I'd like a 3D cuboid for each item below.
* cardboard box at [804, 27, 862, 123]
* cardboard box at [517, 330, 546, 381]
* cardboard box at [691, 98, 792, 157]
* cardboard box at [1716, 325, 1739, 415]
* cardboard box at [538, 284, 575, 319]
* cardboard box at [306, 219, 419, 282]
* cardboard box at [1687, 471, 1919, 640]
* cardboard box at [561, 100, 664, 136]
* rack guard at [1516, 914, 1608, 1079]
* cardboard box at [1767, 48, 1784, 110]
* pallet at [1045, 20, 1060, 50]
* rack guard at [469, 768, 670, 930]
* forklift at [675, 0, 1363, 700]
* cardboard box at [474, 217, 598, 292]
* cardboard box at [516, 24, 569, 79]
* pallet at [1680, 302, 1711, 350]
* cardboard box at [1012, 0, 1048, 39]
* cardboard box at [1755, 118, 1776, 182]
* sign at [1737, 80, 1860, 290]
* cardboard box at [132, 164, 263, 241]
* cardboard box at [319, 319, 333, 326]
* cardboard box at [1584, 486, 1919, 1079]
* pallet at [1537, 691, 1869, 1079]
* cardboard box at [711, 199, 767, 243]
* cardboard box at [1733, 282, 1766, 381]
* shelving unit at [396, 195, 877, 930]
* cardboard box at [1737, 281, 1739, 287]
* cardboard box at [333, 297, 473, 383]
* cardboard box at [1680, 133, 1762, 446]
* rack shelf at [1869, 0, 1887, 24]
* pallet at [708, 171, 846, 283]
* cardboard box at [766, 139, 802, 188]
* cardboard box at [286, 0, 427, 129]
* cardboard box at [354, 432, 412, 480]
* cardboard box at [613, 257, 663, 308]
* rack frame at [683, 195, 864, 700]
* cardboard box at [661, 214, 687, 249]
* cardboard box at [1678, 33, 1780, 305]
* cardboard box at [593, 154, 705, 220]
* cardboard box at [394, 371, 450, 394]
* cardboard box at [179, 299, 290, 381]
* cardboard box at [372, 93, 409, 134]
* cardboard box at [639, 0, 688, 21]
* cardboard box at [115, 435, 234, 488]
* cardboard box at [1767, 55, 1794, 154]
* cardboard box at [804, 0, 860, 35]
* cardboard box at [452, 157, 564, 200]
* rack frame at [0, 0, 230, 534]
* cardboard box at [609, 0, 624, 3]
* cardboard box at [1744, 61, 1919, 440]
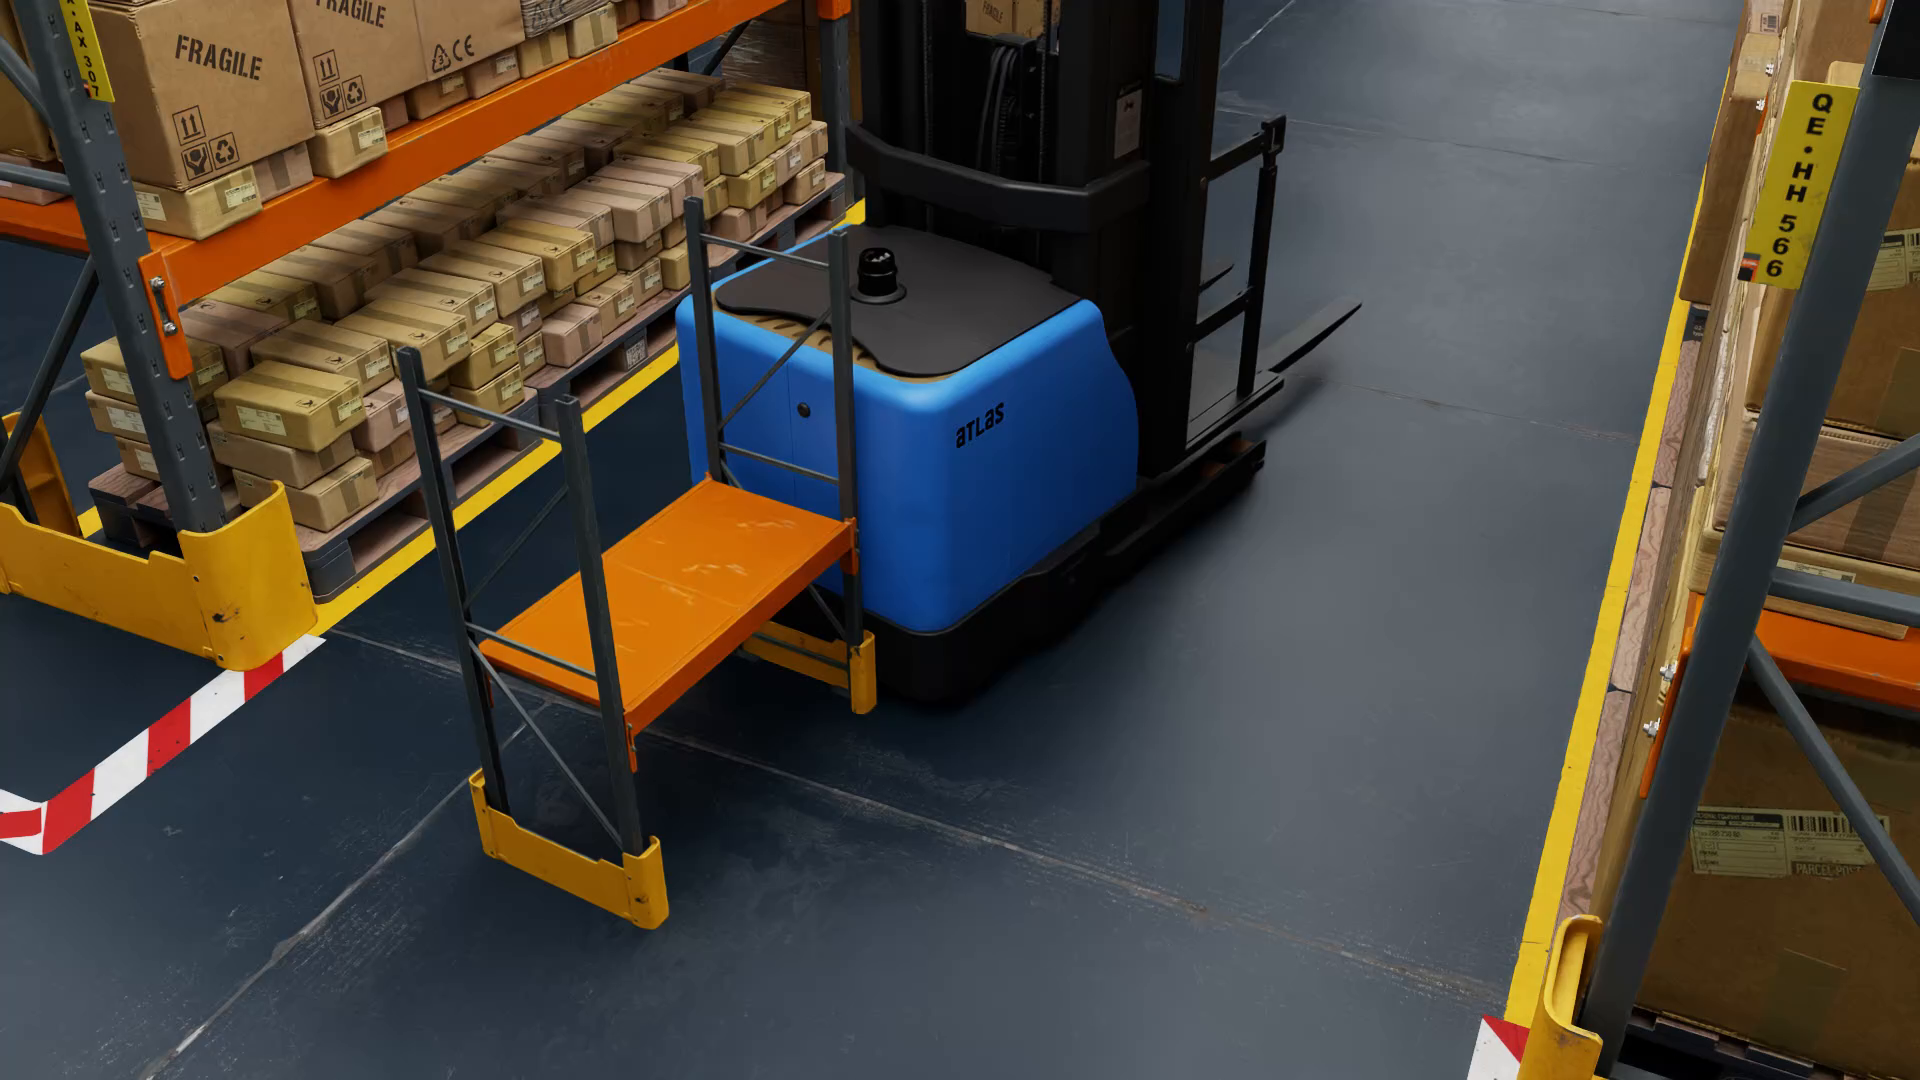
[{"bbox_3d":[-0.456,-2.447,8.643,0.500,0.500,0.500,16,36,22],"label":"cardboard box"},{"bbox_3d":[-1.810,-0.714,6.320,0.380,0.149,0.250,14,36,21],"label":"cardboard box"},{"bbox_3d":[-0.989,-1.869,7.539,0.380,0.149,0.250,15,36,21],"label":"cardboard box"},{"bbox_3d":[1.953,-0.357,3.787,0.380,0.149,0.250,15,36,21],"label":"cardboard box"},{"bbox_3d":[-1.732,-0.995,6.477,0.380,0.149,0.250,16,37,23],"label":"cardboard box"},{"bbox_3d":[-2.310,-1.103,6.371,0.380,0.149,0.250,16,36,22],"label":"cardboard box"},{"bbox_3d":[1.633,0.023,3.209,0.380,0.149,0.250,15,36,21],"label":"cardboard box"},{"bbox_3d":[-1.568,-1.857,7.521,0.380,0.149,0.250,14,36,20],"label":"cardboard box"},{"bbox_3d":[1.774,1.228,3.421,1.175,0.500,0.348,14,36,20],"label":"rack guard"},{"bbox_3d":[2.921,-1.515,5.554,0.380,0.149,0.250,13,35,19],"label":"cardboard box"},{"bbox_3d":[0.340,-3.447,10.814,1.003,0.211,1.213,14,36,20],"label":"pallet"},{"bbox_3d":[-1.015,0.794,4.311,0.587,0.250,0.087,18,37,25],"label":"rack guard"},{"bbox_3d":[0.457,-1.497,5.360,1.130,2.935,3.031,24,40,31],"label":"forklift"},{"bbox_3d":[-1.619,-1.093,6.355,0.380,0.149,0.250,15,36,21],"label":"cardboard box"},{"bbox_3d":[-1.640,-1.787,5.969,0.380,0.149,0.250,16,36,22],"label":"cardboard box"},{"bbox_3d":[3.711,-1.057,7.170,1.003,0.211,1.213,14,36,20],"label":"pallet"},{"bbox_3d":[0.203,-3.220,9.821,0.500,0.500,0.500,13,35,18],"label":"cardboard box"},{"bbox_3d":[2.596,-1.125,4.959,0.380,0.149,0.250,14,36,20],"label":"cardboard box"},{"bbox_3d":[1.297,-0.544,2.572,0.100,0.325,0.005,14,36,20],"label":"sign"},{"bbox_3d":[-2.246,-0.999,4.767,0.380,0.149,0.250,14,36,20],"label":"cardboard box"},{"bbox_3d":[-2.502,-0.713,6.047,0.380,0.149,0.250,13,35,19],"label":"cardboard box"},{"bbox_3d":[1.979,0.546,3.736,0.875,0.875,0.875,14,36,20],"label":"cardboard box"},{"bbox_3d":[2.047,0.921,4.154,1.003,0.211,1.213,14,36,20],"label":"pallet"},{"bbox_3d":[-1.097,-1.463,7.463,0.380,0.149,0.250,13,35,19],"label":"cardboard box"},{"bbox_3d":[1.958,-0.446,3.560,0.500,0.250,0.500,14,36,20],"label":"cardboard box"},{"bbox_3d":[-0.766,0.035,4.329,0.587,1.500,1.083,18,37,25],"label":"shelving unit"},{"bbox_3d":[2.273,-0.739,4.370,0.380,0.149,0.250,15,36,21],"label":"cardboard box"},{"bbox_3d":[-1.924,-0.694,5.747,0.380,0.149,0.250,14,36,20],"label":"cardboard box"},{"bbox_3d":[3.108,-0.798,5.787,0.875,0.875,0.875,14,36,20],"label":"cardboard box"},{"bbox_3d":[2.620,-1.779,3.648,1.077,0.370,4.000,14,36,20],"label":"rack shelf"},{"bbox_3d":[-1.254,-1.501,7.847,1.003,0.211,1.213,14,36,20],"label":"pallet"},{"bbox_3d":[-0.951,-1.750,7.629,0.380,0.149,0.250,12,35,18],"label":"cardboard box"},{"bbox_3d":[-2.040,-1.616,5.117,0.500,0.500,0.500,14,36,21],"label":"cardboard box"},{"bbox_3d":[-2.134,-0.338,5.746,0.380,0.149,0.250,14,36,20],"label":"cardboard box"},{"bbox_3d":[-1.463,-1.090,6.893,0.380,0.149,0.250,15,36,21],"label":"cardboard box"},{"bbox_3d":[-0.507,-0.211,4.704,0.500,1.500,0.032,18,37,25],"label":"rack frame"},{"bbox_3d":[-1.330,-1.379,7.063,0.380,0.149,0.250,15,36,22],"label":"cardboard box"},{"bbox_3d":[3.707,-1.432,6.753,1.225,0.875,0.875,14,36,21],"label":"cardboard box"},{"bbox_3d":[-1.295,-1.476,6.939,0.380,0.149,0.250,12,35,18],"label":"cardboard box"},{"bbox_3d":[-2.039,-0.593,5.865,0.380,0.149,0.250,15,36,21],"label":"cardboard box"},{"bbox_3d":[-2.531,-0.684,5.731,0.380,0.149,0.250,15,36,21],"label":"cardboard box"},{"bbox_3d":[-2.032,-1.417,5.405,0.380,0.149,0.250,16,36,23],"label":"cardboard box"},{"bbox_3d":[-1.304,-2.171,6.555,0.380,0.149,0.250,13,35,18],"label":"cardboard box"},{"bbox_3d":[-2.648,-0.311,5.706,0.380,0.149,0.250,15,36,21],"label":"cardboard box"},{"bbox_3d":[2.598,-1.204,4.715,0.500,0.250,0.500,15,36,22],"label":"cardboard box"},{"bbox_3d":[-0.457,-2.761,8.438,0.500,0.250,0.500,13,35,18],"label":"cardboard box"},{"bbox_3d":[-1.876,-1.459,6.914,0.380,0.149,0.250,13,35,19],"label":"cardboard box"},{"bbox_3d":[-2.679,-1.018,4.566,1.000,3.000,0.127,14,36,20],"label":"rack frame"},{"bbox_3d":[-1.379,-2.365,6.258,0.500,0.500,0.500,14,36,20],"label":"cardboard box"},{"bbox_3d":[1.749,-0.508,2.970,0.500,0.500,0.500,15,36,21],"label":"cardboard box"}]
